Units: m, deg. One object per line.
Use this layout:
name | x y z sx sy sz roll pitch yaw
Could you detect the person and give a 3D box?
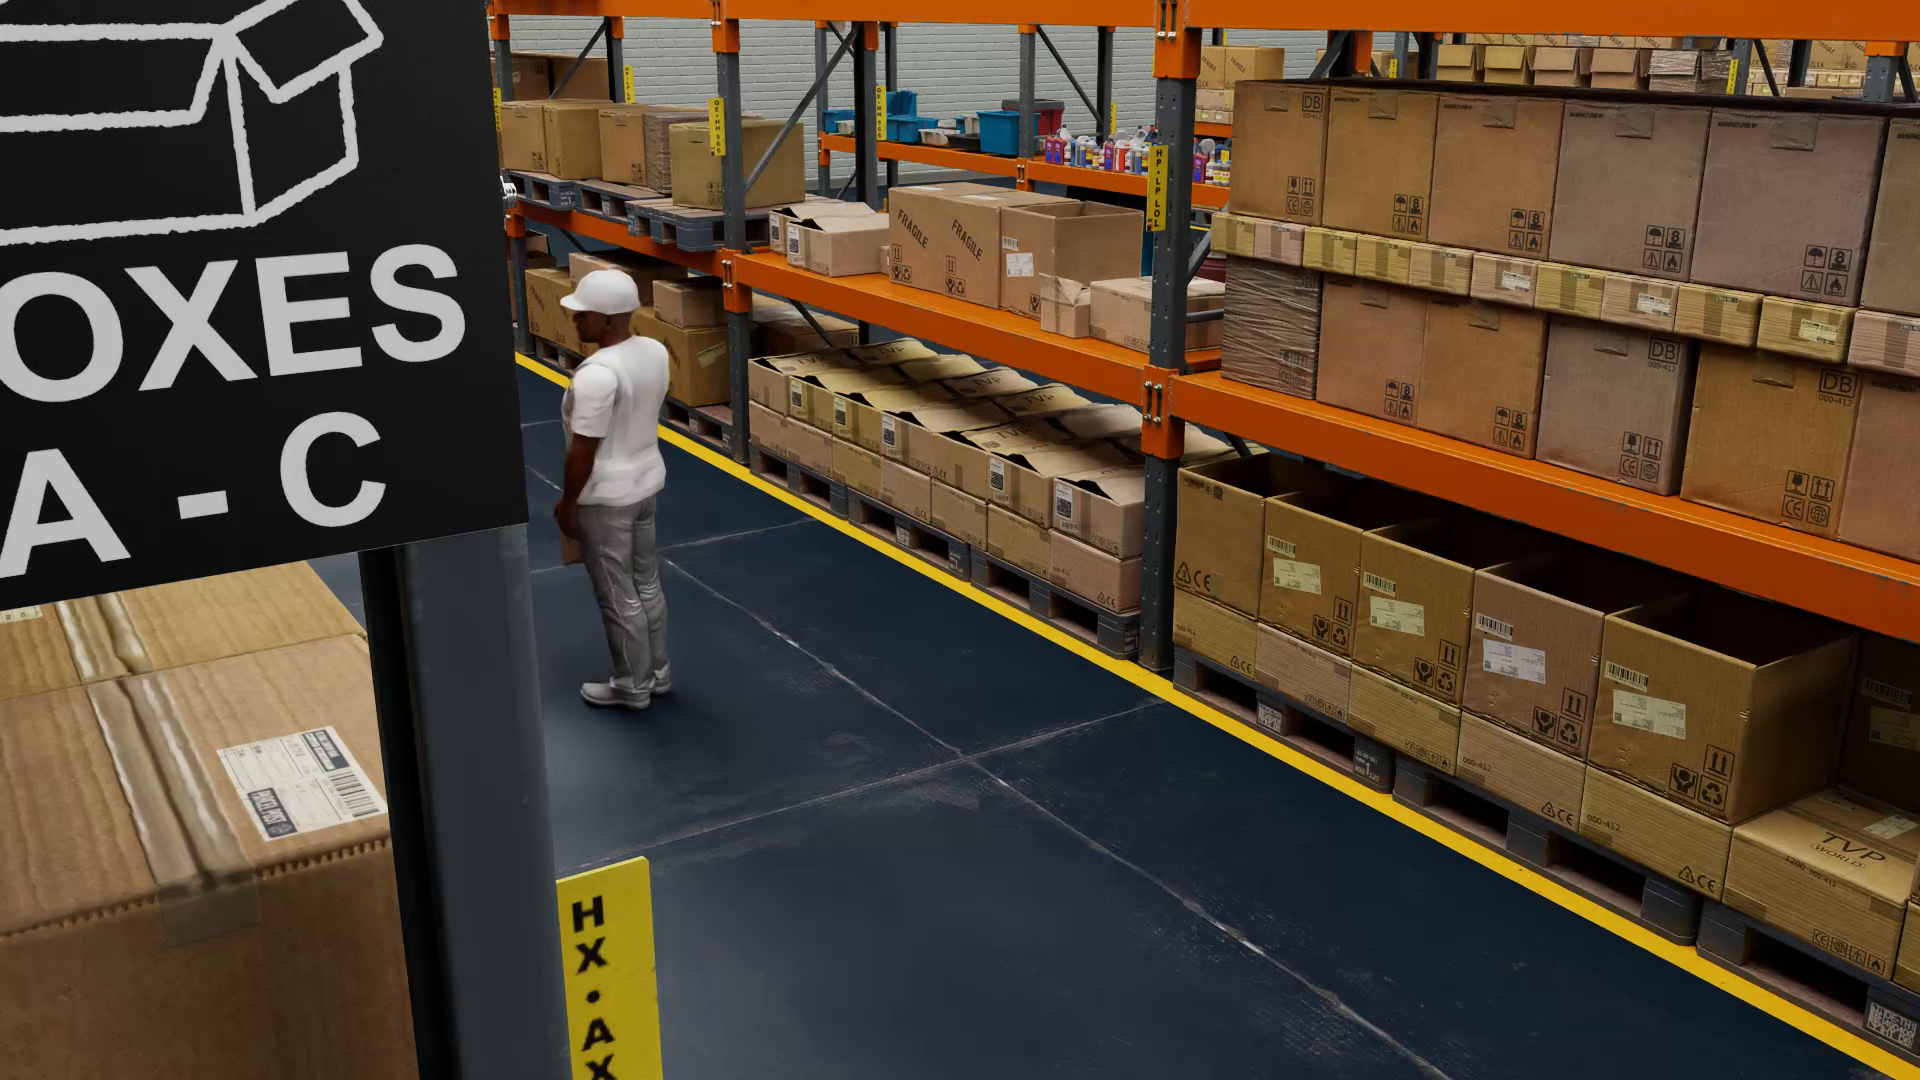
person | -1.365 -0.190 6.558 0.431 1.768 0.618 7 19 20
